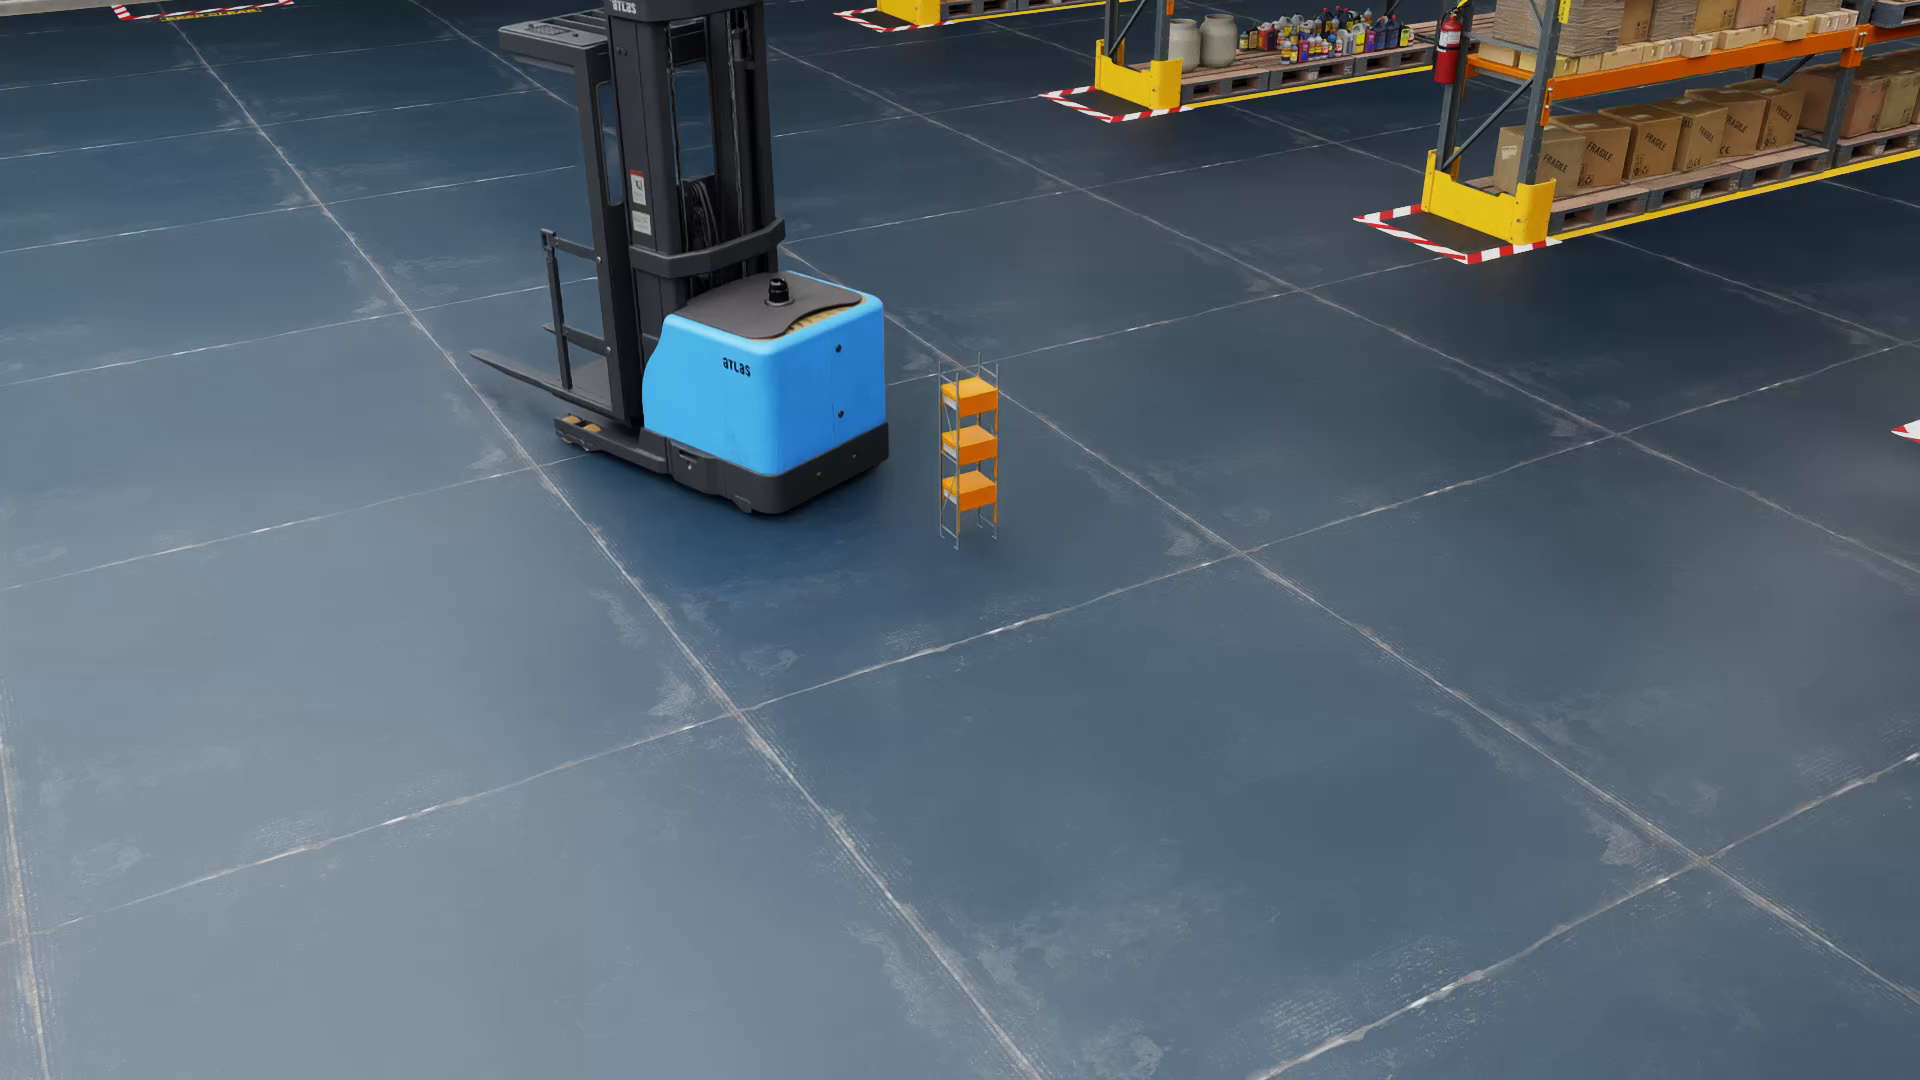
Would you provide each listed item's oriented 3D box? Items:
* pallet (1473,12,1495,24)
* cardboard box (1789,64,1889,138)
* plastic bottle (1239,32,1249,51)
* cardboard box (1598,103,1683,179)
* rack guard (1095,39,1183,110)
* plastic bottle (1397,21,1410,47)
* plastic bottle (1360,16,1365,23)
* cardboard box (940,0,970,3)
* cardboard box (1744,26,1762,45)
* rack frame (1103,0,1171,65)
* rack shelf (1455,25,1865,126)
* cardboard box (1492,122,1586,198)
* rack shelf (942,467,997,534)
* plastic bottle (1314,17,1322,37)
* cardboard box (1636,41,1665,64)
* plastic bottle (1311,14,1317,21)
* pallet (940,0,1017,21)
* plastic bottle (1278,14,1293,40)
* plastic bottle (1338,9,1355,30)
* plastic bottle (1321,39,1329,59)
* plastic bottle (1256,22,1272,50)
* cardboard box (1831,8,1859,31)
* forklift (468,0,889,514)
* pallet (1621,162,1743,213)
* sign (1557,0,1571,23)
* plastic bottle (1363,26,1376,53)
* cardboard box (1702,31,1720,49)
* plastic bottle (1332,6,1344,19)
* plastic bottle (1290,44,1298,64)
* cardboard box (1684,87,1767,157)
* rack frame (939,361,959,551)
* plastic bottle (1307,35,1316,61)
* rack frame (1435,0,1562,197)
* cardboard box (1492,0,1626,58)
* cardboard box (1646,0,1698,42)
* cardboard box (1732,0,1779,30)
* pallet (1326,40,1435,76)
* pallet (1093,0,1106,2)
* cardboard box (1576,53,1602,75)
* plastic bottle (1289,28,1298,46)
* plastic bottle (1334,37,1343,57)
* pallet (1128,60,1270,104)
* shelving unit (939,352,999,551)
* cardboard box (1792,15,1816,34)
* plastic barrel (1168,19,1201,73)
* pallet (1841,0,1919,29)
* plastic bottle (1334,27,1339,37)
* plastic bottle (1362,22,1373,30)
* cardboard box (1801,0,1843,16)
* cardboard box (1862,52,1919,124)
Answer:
[{"bbox_3d":[7.014,-6.312,20.469,1.213,0.211,1.003,-16,33,-26],"label":"pallet"},{"bbox_3d":[8.353,-4.200,15.888,0.500,0.500,0.700,-19,34,-30],"label":"cardboard box"},{"bbox_3d":[3.216,-5.645,18.814,0.097,0.201,0.097,0,29,0],"label":"plastic bottle"},{"bbox_3d":[5.958,-3.523,14.681,0.500,0.500,0.500,-13,31,-22],"label":"cardboard box"},{"bbox_3d":[1.897,-4.989,17.772,0.348,0.500,1.175,-16,33,-26],"label":"rack guard"},{"bbox_3d":[5.056,-5.772,18.961,0.133,0.283,0.061,-14,32,-24],"label":"plastic bottle"},{"bbox_3d":[4.719,-6.071,19.588,0.097,0.201,0.097,0,29,0],"label":"plastic bottle"},{"bbox_3d":[-0.076,-7.128,21.473,0.500,0.250,0.500,-16,33,-26],"label":"cardboard box"},{"bbox_3d":[6.674,-4.390,14.361,0.250,0.149,0.380,-16,33,-26],"label":"cardboard box"},{"bbox_3d":[1.855,-6.045,17.099,0.127,3.000,1.000,-16,33,-26],"label":"rack frame"},{"bbox_3d":[6.089,-4.156,14.421,4.000,0.370,1.077,-16,33,-26],"label":"rack shelf"},{"bbox_3d":[4.911,-3.217,14.127,0.500,0.500,0.500,-10,30,-17],"label":"cardboard box"},{"bbox_3d":[0.046,-0.220,9.159,0.240,0.259,0.215,-16,33,-26],"label":"rack shelf"},{"bbox_3d":[4.127,-5.900,19.204,0.097,0.271,0.097,0,29,0],"label":"plastic bottle"},{"bbox_3d":[5.603,-4.078,13.795,0.250,0.149,0.380,-16,33,-26],"label":"cardboard box"},{"bbox_3d":[4.071,-5.933,19.253,0.133,0.283,0.061,-14,32,-24],"label":"plastic bottle"},{"bbox_3d":[-0.013,-7.093,21.884,1.213,0.211,1.003,-16,33,-26],"label":"pallet"},{"bbox_3d":[3.708,-5.836,19.007,0.185,0.351,0.144,-14,32,-24],"label":"plastic bottle"},{"bbox_3d":[4.470,-5.972,19.253,0.185,0.351,0.144,-16,33,-26],"label":"plastic bottle"},{"bbox_3d":[4.043,-5.459,18.478,0.097,0.201,0.097,0,29,0],"label":"plastic bottle"},{"bbox_3d":[3.447,-5.727,18.887,0.135,0.276,0.152,-16,33,-26],"label":"plastic bottle"},{"bbox_3d":[7.776,-4.676,14.878,0.250,0.149,0.380,-16,33,-26],"label":"cardboard box"},{"bbox_3d":[-1.888,-2.003,9.847,3.031,2.935,1.130,21,35,34],"label":"forklift"},{"bbox_3d":[6.199,-3.260,14.939,1.213,0.211,1.003,-16,33,-26],"label":"pallet"},{"bbox_3d":[4.639,-4.135,12.742,0.005,0.325,0.100,-16,33,-26],"label":"sign"},{"bbox_3d":[4.610,-5.645,18.731,0.133,0.283,0.061,-14,32,-23],"label":"plastic bottle"},{"bbox_3d":[6.221,-4.285,14.171,0.250,0.149,0.380,-16,33,-26],"label":"cardboard box"},{"bbox_3d":[4.397,-6.032,19.362,0.185,0.351,0.144,-15,32,-25],"label":"plastic bottle"},{"bbox_3d":[3.665,-5.352,18.284,0.097,0.201,0.097,0,29,0],"label":"plastic bottle"},{"bbox_3d":[6.958,-3.826,15.230,0.500,0.500,0.500,-6,29,-11],"label":"cardboard box"},{"bbox_3d":[-0.059,-0.443,8.966,0.008,1.050,0.200,-16,33,-26],"label":"rack frame"},{"bbox_3d":[3.871,-5.441,18.373,0.097,0.271,0.097,0,29,0],"label":"plastic bottle"},{"bbox_3d":[4.364,-3.982,13.360,0.127,3.000,1.000,-16,33,-26],"label":"rack frame"},{"bbox_3d":[4.852,-4.279,13.487,0.500,0.500,0.875,-16,33,-26],"label":"cardboard box"},{"bbox_3d":[5.676,-4.556,13.989,0.500,0.500,0.875,-16,33,-26],"label":"cardboard box"},{"bbox_3d":[6.565,-4.778,14.392,0.500,0.500,0.875,-16,33,-26],"label":"cardboard box"},{"bbox_3d":[4.703,-5.656,19.281,1.213,0.211,1.003,-16,33,-26],"label":"pallet"},{"bbox_3d":[2.091,-7.690,22.967,1.213,0.211,1.003,-16,33,-26],"label":"pallet"},{"bbox_3d":[4.956,-3.895,13.464,0.250,0.149,0.380,-16,33,-26],"label":"cardboard box"},{"bbox_3d":[3.807,-5.731,18.972,0.097,0.201,0.097,0,29,0],"label":"plastic bottle"},{"bbox_3d":[4.220,-5.509,18.569,0.097,0.201,0.097,0,29,0],"label":"plastic bottle"},{"bbox_3d":[2.600,-5.059,18.198,1.213,0.211,1.003,-16,33,-26],"label":"pallet"},{"bbox_3d":[0.046,-0.473,9.020,0.252,1.050,0.215,-16,33,-26],"label":"shelving unit"},{"bbox_3d":[7.310,-4.582,14.709,0.250,0.149,0.380,-16,33,-26],"label":"cardboard box"},{"bbox_3d":[2.384,-5.332,17.948,0.421,0.512,0.421,0,29,0],"label":"plastic barrel"},{"bbox_3d":[8.546,-5.003,15.410,1.213,0.211,1.003,-16,33,-26],"label":"pallet"},{"bbox_3d":[4.254,-5.630,18.703,0.133,0.283,0.061,-16,33,-26],"label":"plastic bottle"},{"bbox_3d":[4.632,-5.755,18.937,0.135,0.276,0.152,-16,33,-26],"label":"plastic bottle"},{"bbox_3d":[7.394,-5.050,14.885,0.500,0.500,0.875,-16,33,-26],"label":"cardboard box"},{"bbox_3d":[9.256,-4.446,16.334,0.500,0.500,0.700,-19,34,-30],"label":"cardboard box"}]
